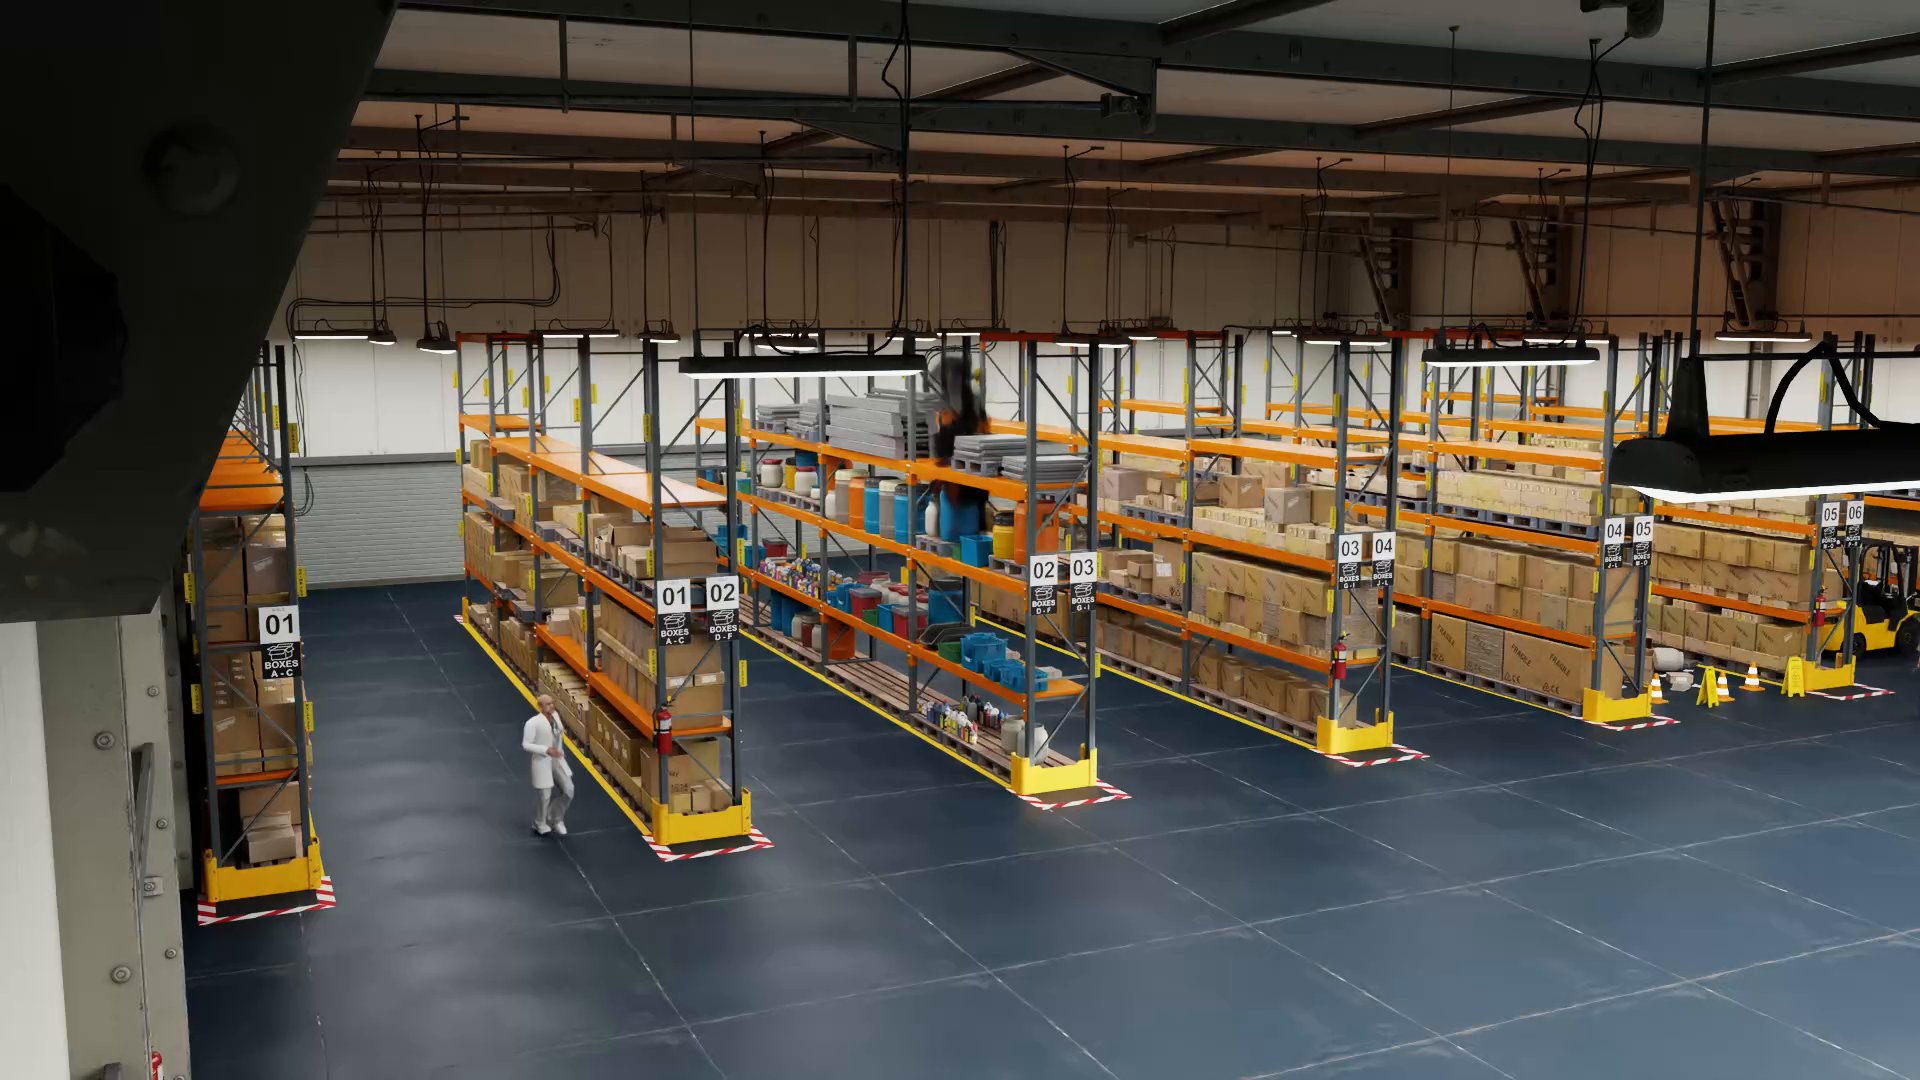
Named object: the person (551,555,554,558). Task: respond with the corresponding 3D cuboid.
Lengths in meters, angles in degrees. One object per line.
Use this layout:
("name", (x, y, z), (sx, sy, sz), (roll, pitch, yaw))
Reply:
("person", (-8.657, 0.705, 35.637), (0.635, 1.685, 0.730), (2, 8, 14))

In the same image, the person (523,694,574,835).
("person", (-4.993, 2.754, 20.201), (0.754, 1.788, 0.700), (6, 10, 39))

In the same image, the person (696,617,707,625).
("person", (-4.623, 1.555, 29.542), (0.653, 1.656, 0.750), (-3, 8, -24))
